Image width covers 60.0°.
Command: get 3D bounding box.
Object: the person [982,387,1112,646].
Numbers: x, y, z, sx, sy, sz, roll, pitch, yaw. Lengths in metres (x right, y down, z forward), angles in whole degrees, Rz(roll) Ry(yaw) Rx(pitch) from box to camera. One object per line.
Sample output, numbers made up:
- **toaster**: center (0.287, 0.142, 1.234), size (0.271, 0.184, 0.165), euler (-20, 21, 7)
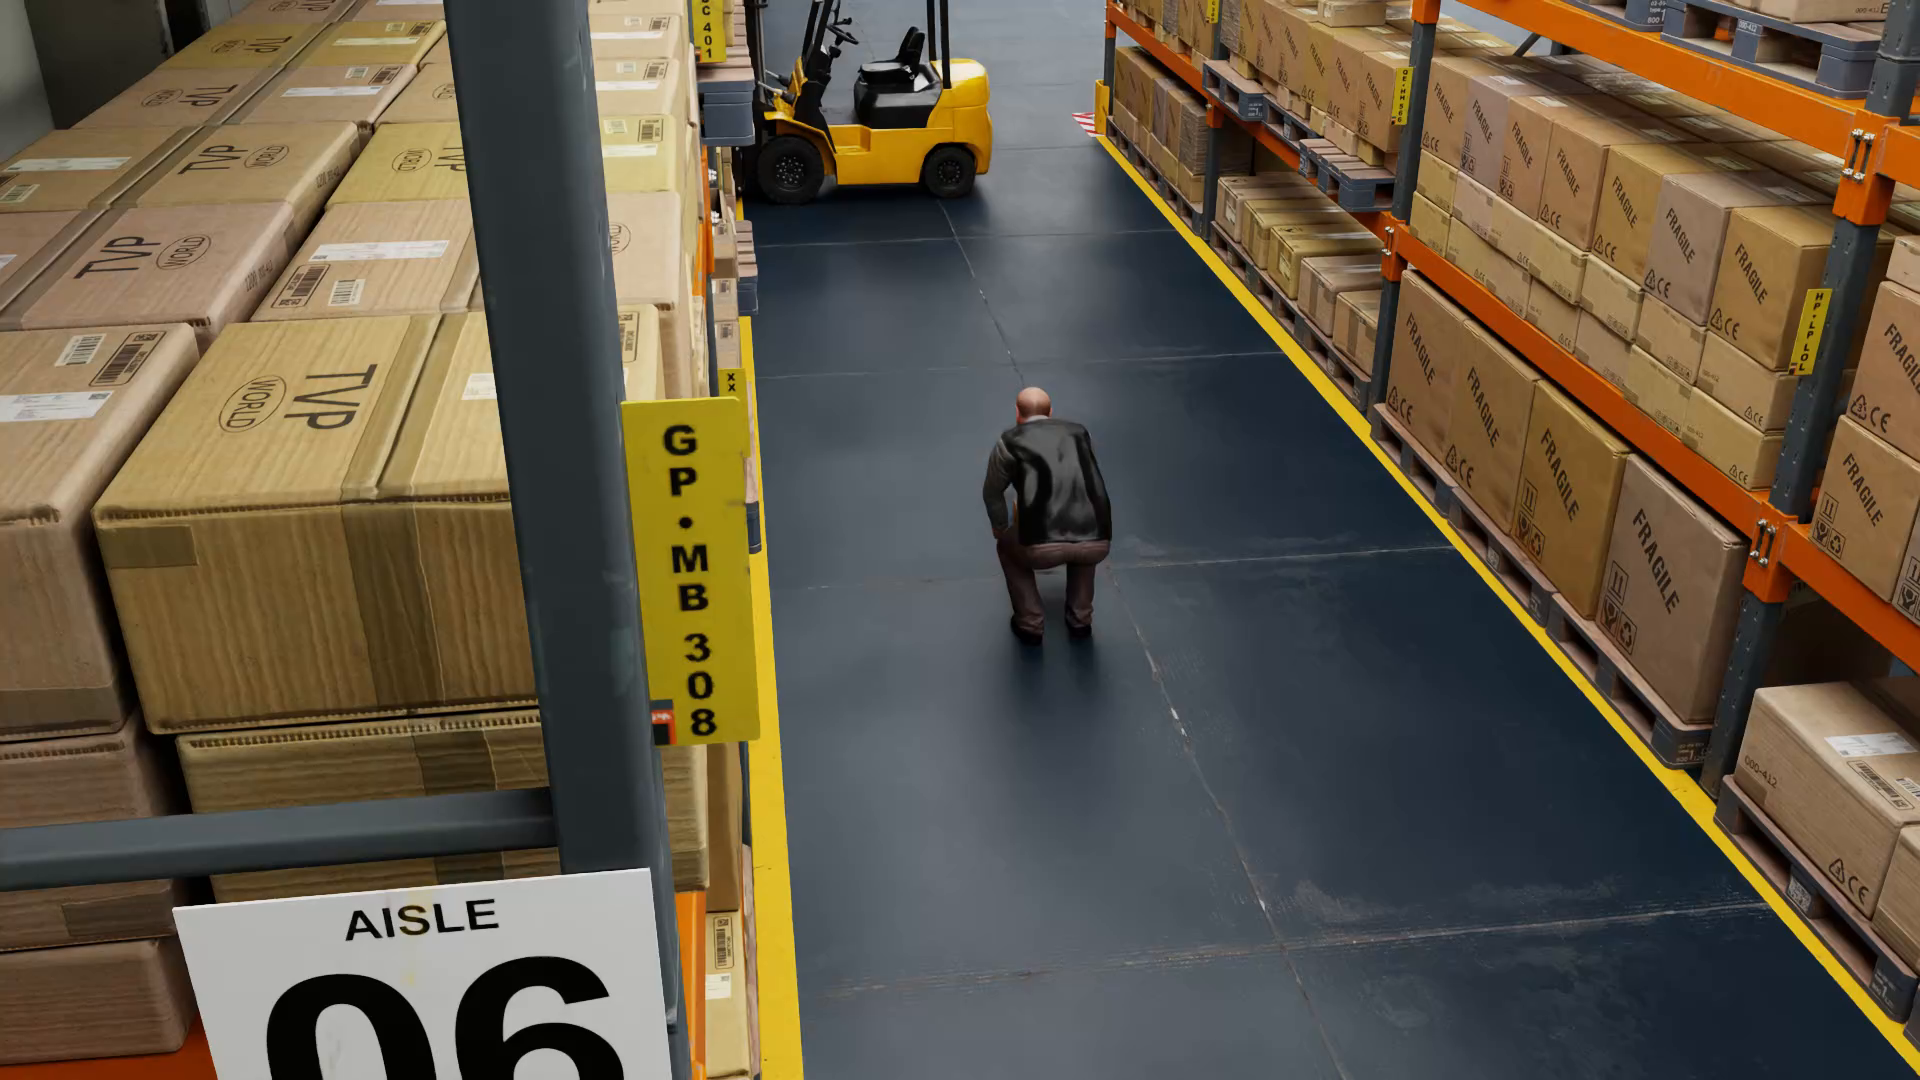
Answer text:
- **person**: center (0.413, -0.090, 7.980), size (0.566, 1.128, 0.819), euler (-4, 27, -7)
